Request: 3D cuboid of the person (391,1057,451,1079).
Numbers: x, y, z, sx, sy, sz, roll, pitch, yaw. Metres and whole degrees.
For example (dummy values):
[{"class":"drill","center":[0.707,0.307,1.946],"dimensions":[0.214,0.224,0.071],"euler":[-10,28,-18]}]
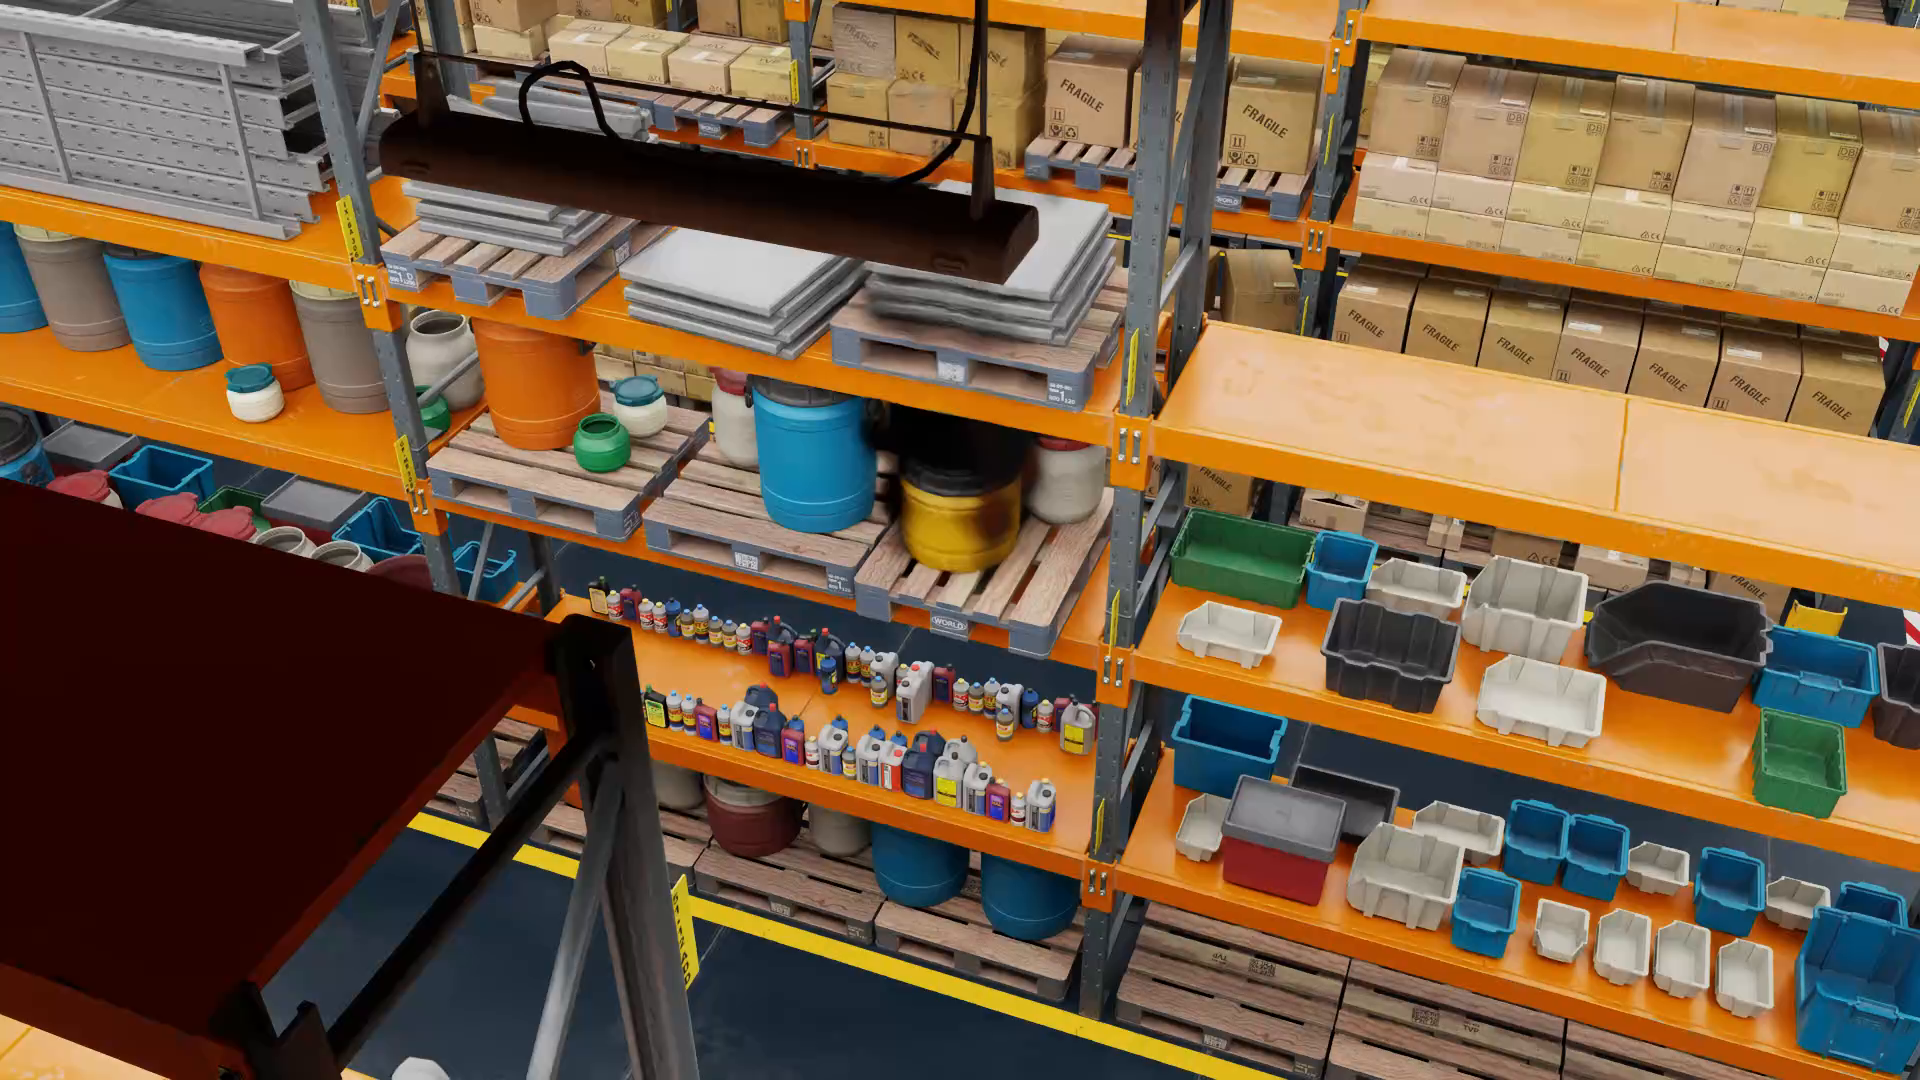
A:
[{"class":"person","center":[-2.291,2.942,7.490],"dimensions":[0.837,1.749,0.604],"euler":[8,37,11]}]
